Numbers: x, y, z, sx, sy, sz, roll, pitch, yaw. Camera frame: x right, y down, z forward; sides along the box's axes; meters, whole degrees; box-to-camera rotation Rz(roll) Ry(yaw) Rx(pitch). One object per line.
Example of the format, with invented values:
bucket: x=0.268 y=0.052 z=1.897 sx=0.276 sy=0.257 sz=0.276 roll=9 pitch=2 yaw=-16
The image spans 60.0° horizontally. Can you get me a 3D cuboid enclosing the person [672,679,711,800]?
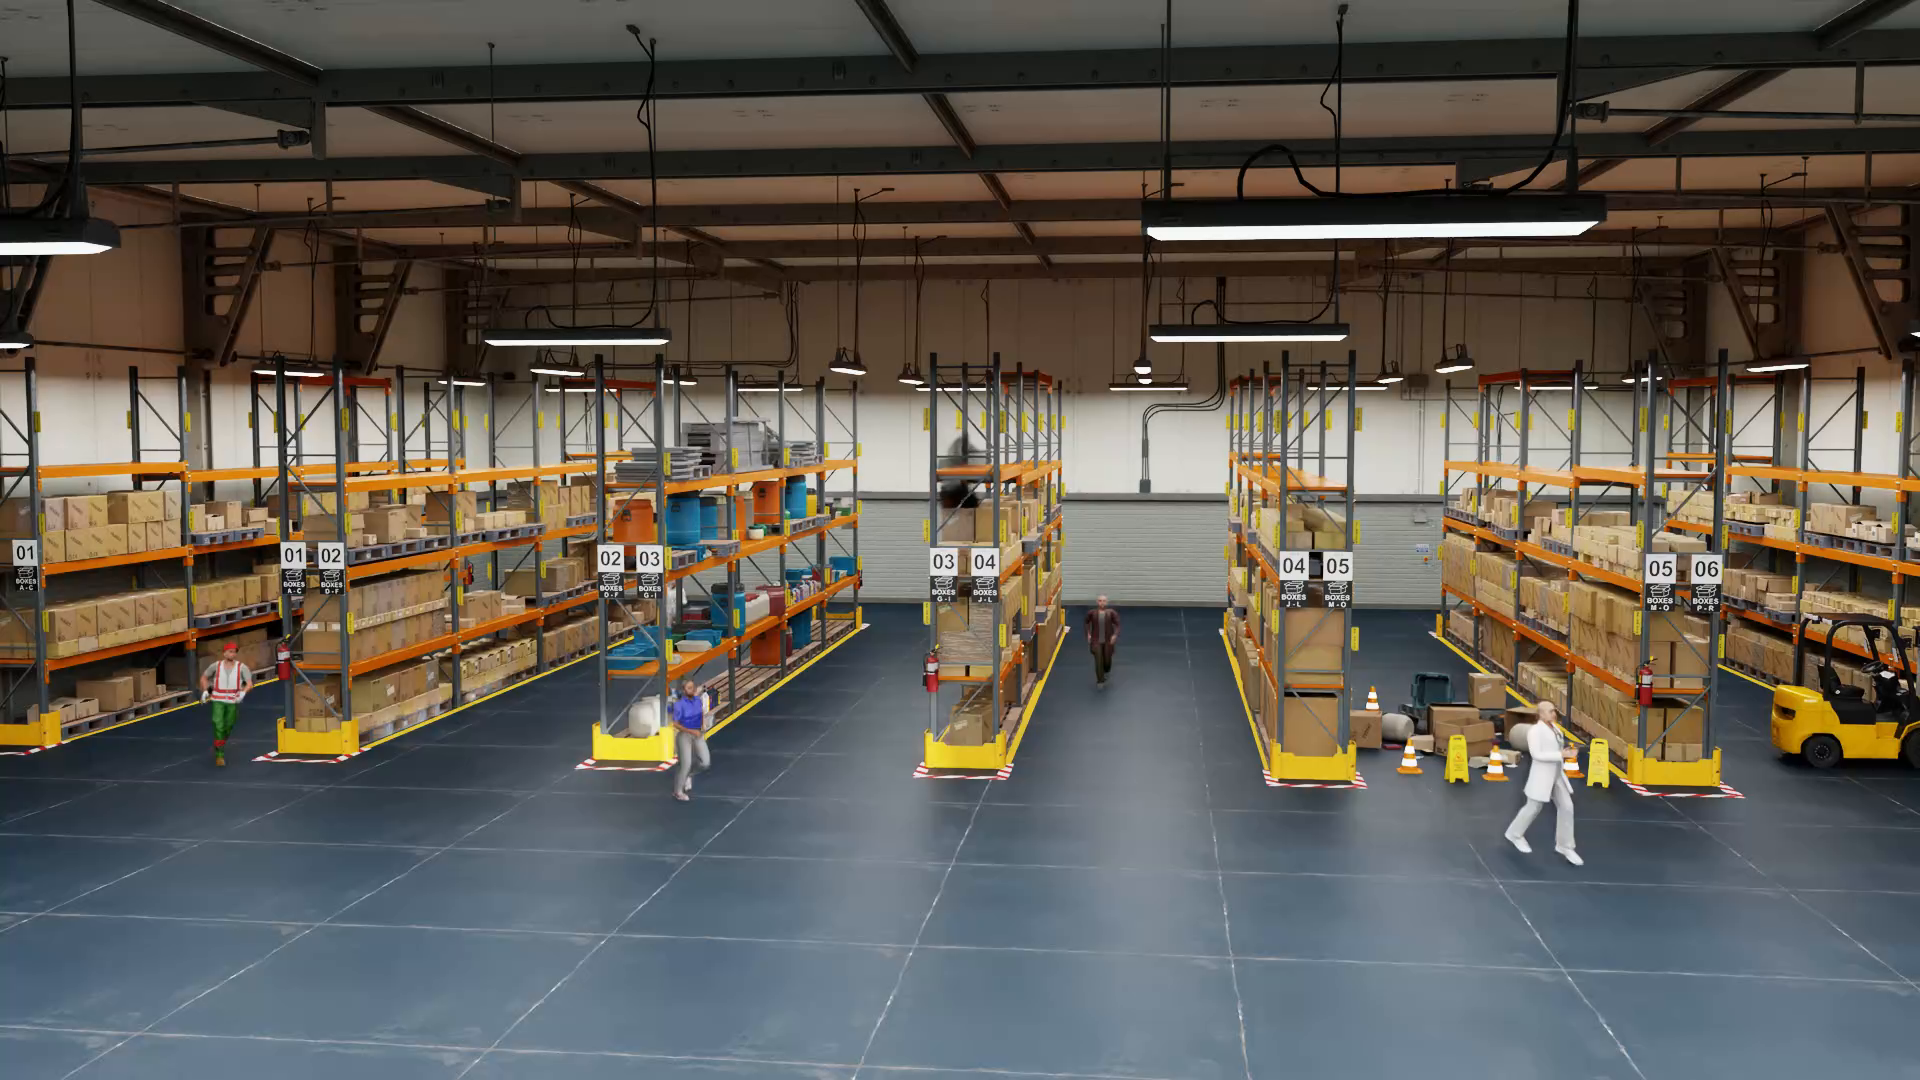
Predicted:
person: x=-3.542 y=2.644 z=22.025 sx=0.669 sy=1.613 sz=0.607 roll=4 pitch=6 yaw=44

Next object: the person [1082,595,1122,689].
person: x=2.680 y=1.908 z=31.396 sx=0.743 sy=1.745 sz=0.844 roll=0 pitch=4 yaw=6

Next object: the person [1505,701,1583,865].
person: x=6.698 y=2.751 z=19.058 sx=0.678 sy=1.829 sz=0.924 roll=-3 pitch=5 yaw=-36

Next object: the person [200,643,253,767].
person: x=-10.828 y=2.396 z=24.562 sx=0.698 sy=1.767 sz=0.779 roll=-2 pitch=5 yaw=-29

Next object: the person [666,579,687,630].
person: x=-6.190 y=1.594 z=35.903 sx=0.607 sy=1.689 sz=0.935 roll=0 pitch=4 yaw=-2
